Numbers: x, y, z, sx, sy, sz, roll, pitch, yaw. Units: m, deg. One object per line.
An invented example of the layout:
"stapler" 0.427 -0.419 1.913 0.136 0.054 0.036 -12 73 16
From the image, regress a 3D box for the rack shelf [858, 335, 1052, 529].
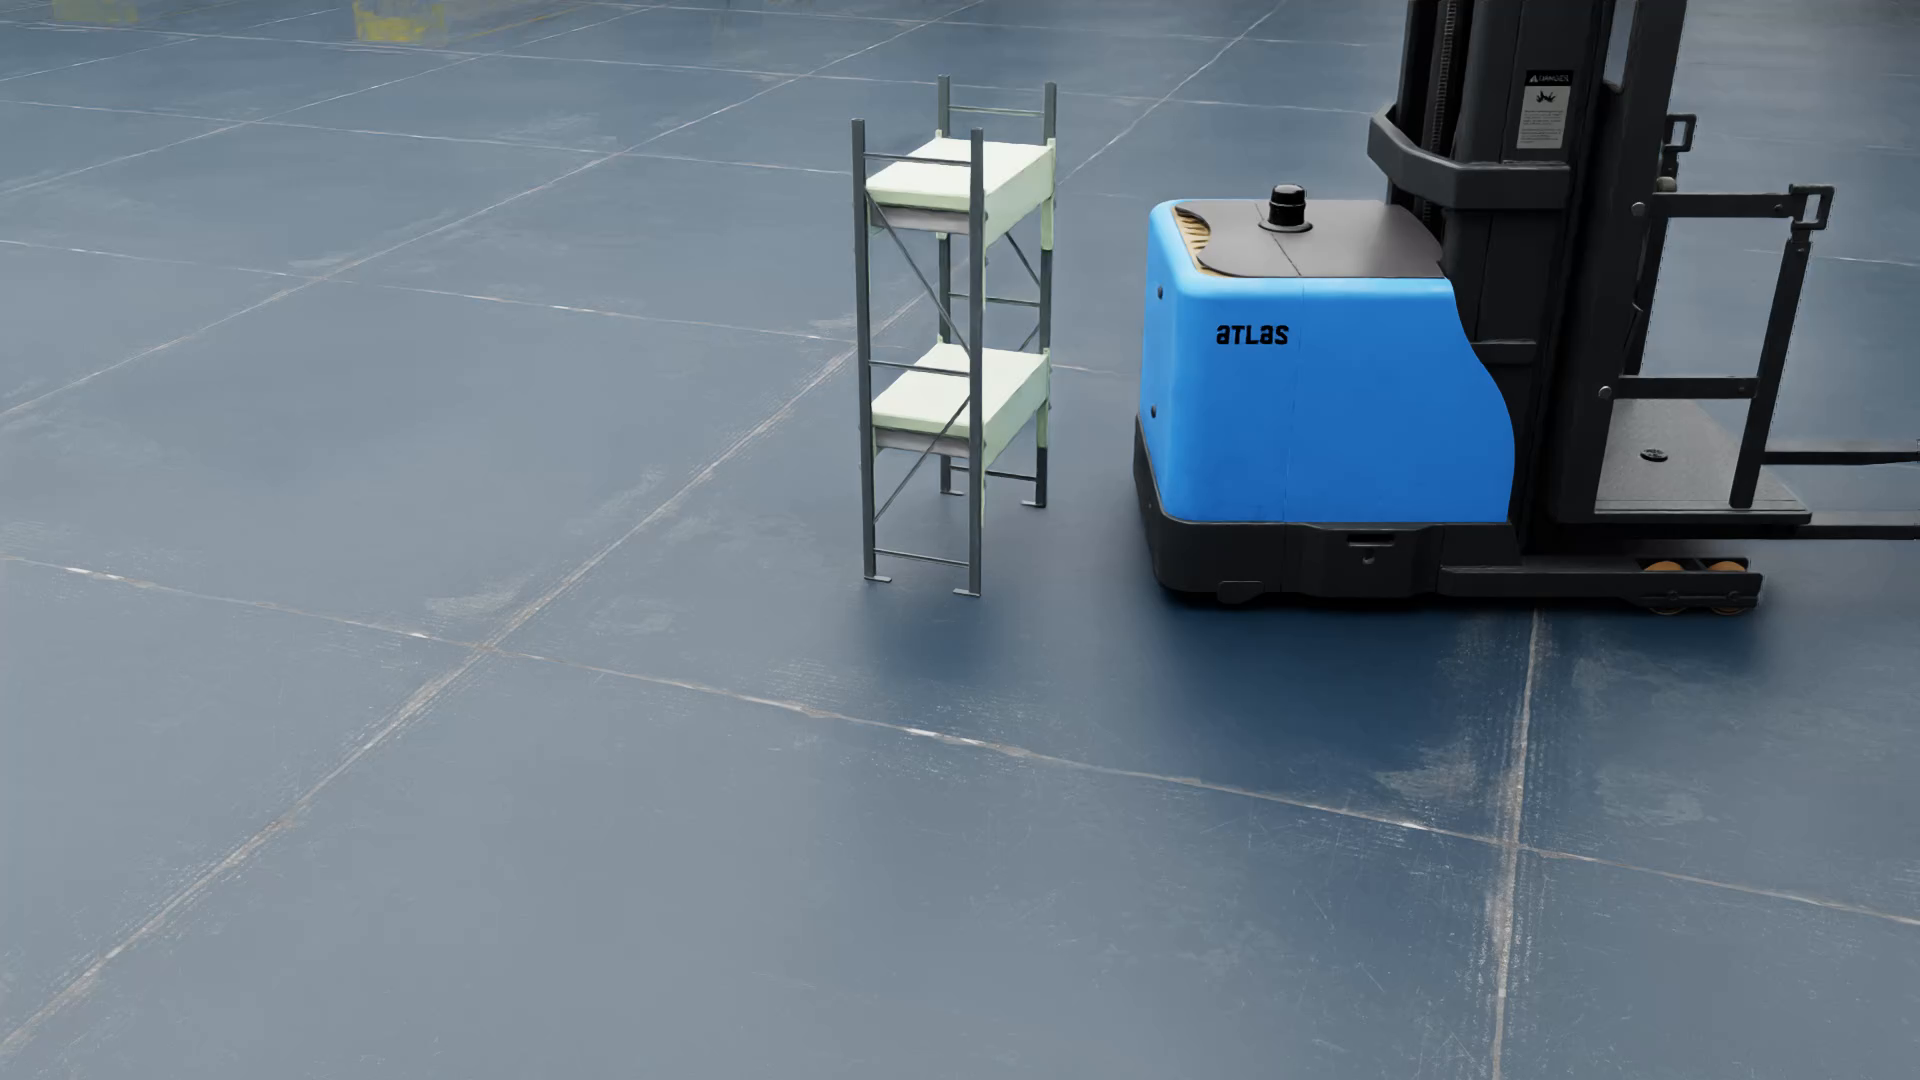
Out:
"rack shelf" -0.002 -0.379 5.560 0.431 0.370 0.720 9 27 17

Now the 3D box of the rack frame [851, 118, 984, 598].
"rack frame" -0.124 -0.522 5.107 0.400 1.500 0.023 9 27 17

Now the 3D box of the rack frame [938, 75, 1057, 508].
"rack frame" 0.120 -0.823 5.728 0.400 1.500 0.023 9 27 17

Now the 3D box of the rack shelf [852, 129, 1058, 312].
"rack shelf" -0.002 -1.024 5.247 0.431 0.370 0.720 9 27 17

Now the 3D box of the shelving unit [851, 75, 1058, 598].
"shelving unit" -0.002 -0.672 5.417 0.431 1.500 0.755 9 27 17

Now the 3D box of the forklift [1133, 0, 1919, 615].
"forklift" 2.147 -1.315 5.102 3.031 2.935 1.130 0 26 0
